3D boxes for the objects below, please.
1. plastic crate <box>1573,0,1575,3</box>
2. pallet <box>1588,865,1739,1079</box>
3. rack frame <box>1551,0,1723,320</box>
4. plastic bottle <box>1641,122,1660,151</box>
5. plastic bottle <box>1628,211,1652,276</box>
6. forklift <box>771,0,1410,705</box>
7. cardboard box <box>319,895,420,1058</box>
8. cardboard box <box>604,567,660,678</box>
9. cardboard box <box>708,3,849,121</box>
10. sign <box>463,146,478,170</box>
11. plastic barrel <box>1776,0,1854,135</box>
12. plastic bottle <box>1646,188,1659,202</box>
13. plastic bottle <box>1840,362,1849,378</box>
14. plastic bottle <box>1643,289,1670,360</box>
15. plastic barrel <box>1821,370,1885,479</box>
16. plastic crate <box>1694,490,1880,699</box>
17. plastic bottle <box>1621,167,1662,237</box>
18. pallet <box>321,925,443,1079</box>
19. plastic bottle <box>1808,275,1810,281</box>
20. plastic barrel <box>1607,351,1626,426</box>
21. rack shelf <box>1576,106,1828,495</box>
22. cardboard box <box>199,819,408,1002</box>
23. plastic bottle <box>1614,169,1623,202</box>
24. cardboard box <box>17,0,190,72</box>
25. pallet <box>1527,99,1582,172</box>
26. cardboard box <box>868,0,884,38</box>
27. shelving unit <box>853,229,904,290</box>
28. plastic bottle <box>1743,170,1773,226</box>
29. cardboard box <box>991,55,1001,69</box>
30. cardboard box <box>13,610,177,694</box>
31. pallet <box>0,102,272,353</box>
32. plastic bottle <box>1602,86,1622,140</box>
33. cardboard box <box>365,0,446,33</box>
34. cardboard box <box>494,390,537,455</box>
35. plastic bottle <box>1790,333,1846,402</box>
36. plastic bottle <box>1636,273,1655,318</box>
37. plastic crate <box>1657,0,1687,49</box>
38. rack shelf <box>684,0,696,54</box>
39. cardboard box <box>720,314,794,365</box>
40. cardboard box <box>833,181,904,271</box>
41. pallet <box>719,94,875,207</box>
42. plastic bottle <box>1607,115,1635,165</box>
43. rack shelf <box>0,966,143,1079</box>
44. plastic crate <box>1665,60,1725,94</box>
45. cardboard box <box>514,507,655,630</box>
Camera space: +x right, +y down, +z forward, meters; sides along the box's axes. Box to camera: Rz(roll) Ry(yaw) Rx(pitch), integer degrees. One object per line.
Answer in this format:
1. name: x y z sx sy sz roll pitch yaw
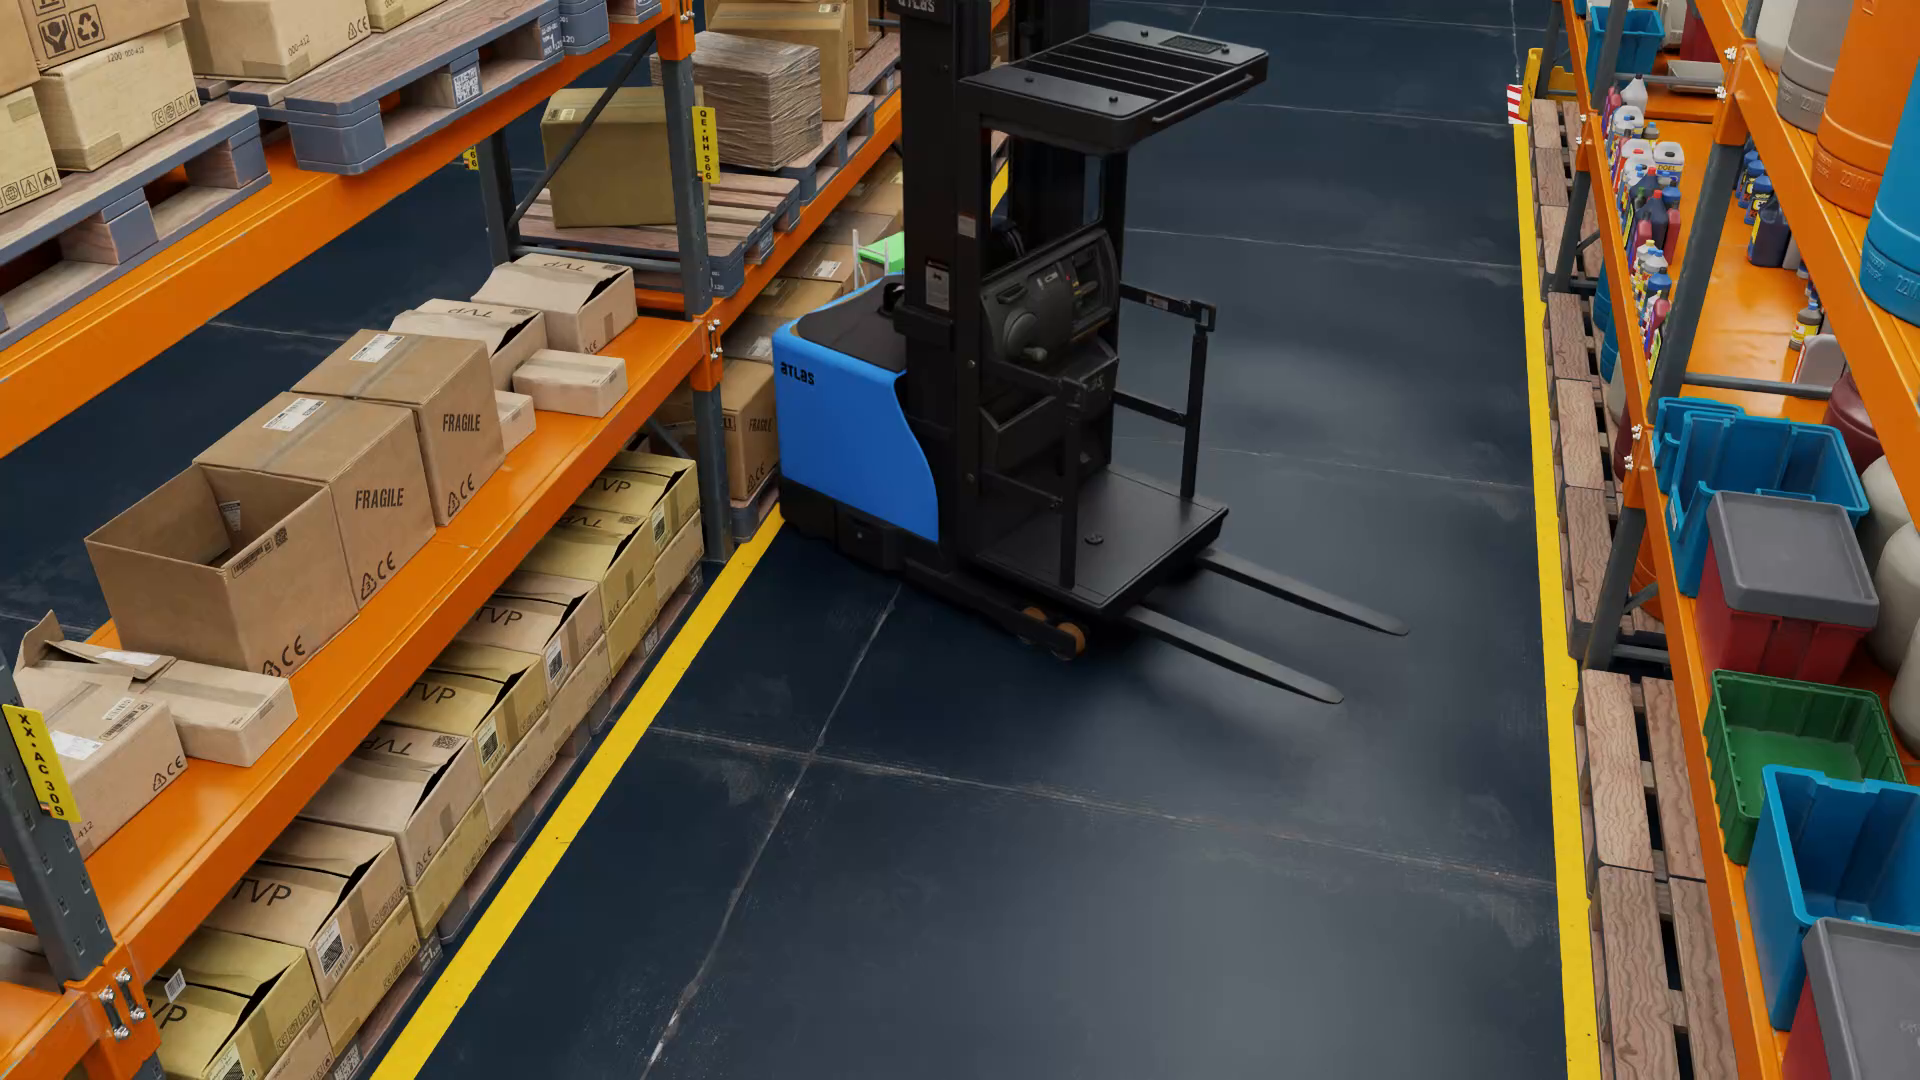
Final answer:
1. plastic crate: 4.502 -3.905 11.697 0.416 0.233 0.300 8 33 12
2. pallet: 2.642 1.639 5.475 1.003 0.211 1.213 8 33 12
3. rack frame: 4.202 -2.641 9.609 1.000 3.000 0.127 8 33 12
4. plastic bottle: 3.749 -2.172 9.056 0.097 0.201 0.097 0 32 0
5. plastic bottle: 3.167 -1.378 7.730 0.061 0.283 0.133 8 33 12
6. forklift: 0.565 -1.025 7.130 3.031 2.935 1.130 23 39 32
7. cardboard box: -2.145 1.376 5.461 0.500 0.250 0.500 9 33 14
8. cardboard box: -1.628 0.315 7.130 0.500 0.250 0.500 8 33 12
9. cardboard box: -0.977 -2.612 9.078 0.700 0.500 0.500 0 32 0
10. sign: -2.130 -1.766 7.227 0.100 0.325 0.005 8 33 12
11. plastic barrel: 2.769 -1.647 4.781 0.600 0.901 0.600 0 32 0
12. plastic bottle: 3.307 -1.534 7.977 0.061 0.283 0.133 8 33 12
13. plastic bottle: 3.610 -0.694 6.661 0.152 0.276 0.135 8 33 12
14. plastic bottle: 2.936 -0.904 6.985 0.061 0.283 0.133 8 33 12
15. plastic barrel: 3.363 -0.341 5.864 0.600 0.536 0.708 8 33 12
16. plastic crate: 2.481 0.204 5.073 0.402 0.464 0.583 8 33 12
17. plastic bottle: 3.329 -1.648 8.092 0.144 0.351 0.185 8 33 12
18. pallet: -2.469 1.623 5.501 1.003 0.211 1.213 8 33 12
19. plastic bottle: 3.947 -1.290 7.593 0.061 0.283 0.133 8 33 12
20. plastic barrel: 3.638 -0.840 8.704 0.421 0.512 0.421 0 32 0
21. rack shelf: 3.695 -1.300 8.170 1.077 0.370 4.000 8 33 12
22. cardboard box: -2.140 1.141 5.309 0.500 0.311 0.500 8 33 12
23. plastic bottle: 3.425 -1.832 8.522 0.097 0.201 0.097 0 32 0
24. cardboard box: -2.301 -1.476 4.029 0.500 0.500 0.500 11 34 17
25. pallet: 4.971 -3.118 12.957 1.003 0.211 1.213 8 33 12
26. cardboard box: -0.709 -3.654 11.109 0.500 0.500 0.500 9 33 13
27. shelving unit: -0.294 -1.140 8.924 0.258 1.200 0.503 25 40 33
28. plastic bottle: 3.976 -1.704 8.255 0.097 0.271 0.097 0 32 0
29. cardboard box: -0.116 -3.426 12.759 0.797 0.503 0.637 8 33 12
30. cardboard box: -2.573 0.409 4.936 0.396 0.266 0.258 7 33 11
31. pallet: -2.407 -0.811 4.112 0.805 0.209 1.217 7 33 10
32. plastic bottle: 3.663 -2.391 9.324 0.061 0.283 0.133 8 33 12
33. cardboard box: -1.935 -1.809 5.252 0.500 0.250 0.500 7 33 11
34. cardboard box: -1.872 -0.467 6.422 0.380 0.149 0.250 10 34 16
35. plastic bottle: 3.463 -0.715 6.694 0.152 0.276 0.135 8 33 12
36. plastic bottle: 3.057 -1.079 7.336 0.097 0.201 0.097 0 32 0
37. plastic crate: 4.768 -3.384 10.832 0.437 0.282 0.530 8 33 12
38. rack shelf: -1.095 -3.242 8.429 1.077 0.370 4.000 8 33 12
39. cardboard box: -1.084 -0.843 8.699 0.500 0.500 0.500 7 33 11
40. cardboard box: -0.569 -1.898 10.360 0.500 0.500 0.500 8 33 13
41. pallet: -1.114 -2.171 9.048 1.003 0.211 1.213 8 33 12
42. plastic bottle: 3.568 -2.152 8.960 0.097 0.271 0.097 0 32 0
43. rack shelf: -3.126 2.175 2.703 1.077 0.370 4.000 8 33 12
44. plastic crate: 4.459 -2.778 10.013 0.396 0.136 0.243 8 33 12
45. cardboard box: -1.623 0.080 6.976 0.500 0.311 0.500 8 33 12
